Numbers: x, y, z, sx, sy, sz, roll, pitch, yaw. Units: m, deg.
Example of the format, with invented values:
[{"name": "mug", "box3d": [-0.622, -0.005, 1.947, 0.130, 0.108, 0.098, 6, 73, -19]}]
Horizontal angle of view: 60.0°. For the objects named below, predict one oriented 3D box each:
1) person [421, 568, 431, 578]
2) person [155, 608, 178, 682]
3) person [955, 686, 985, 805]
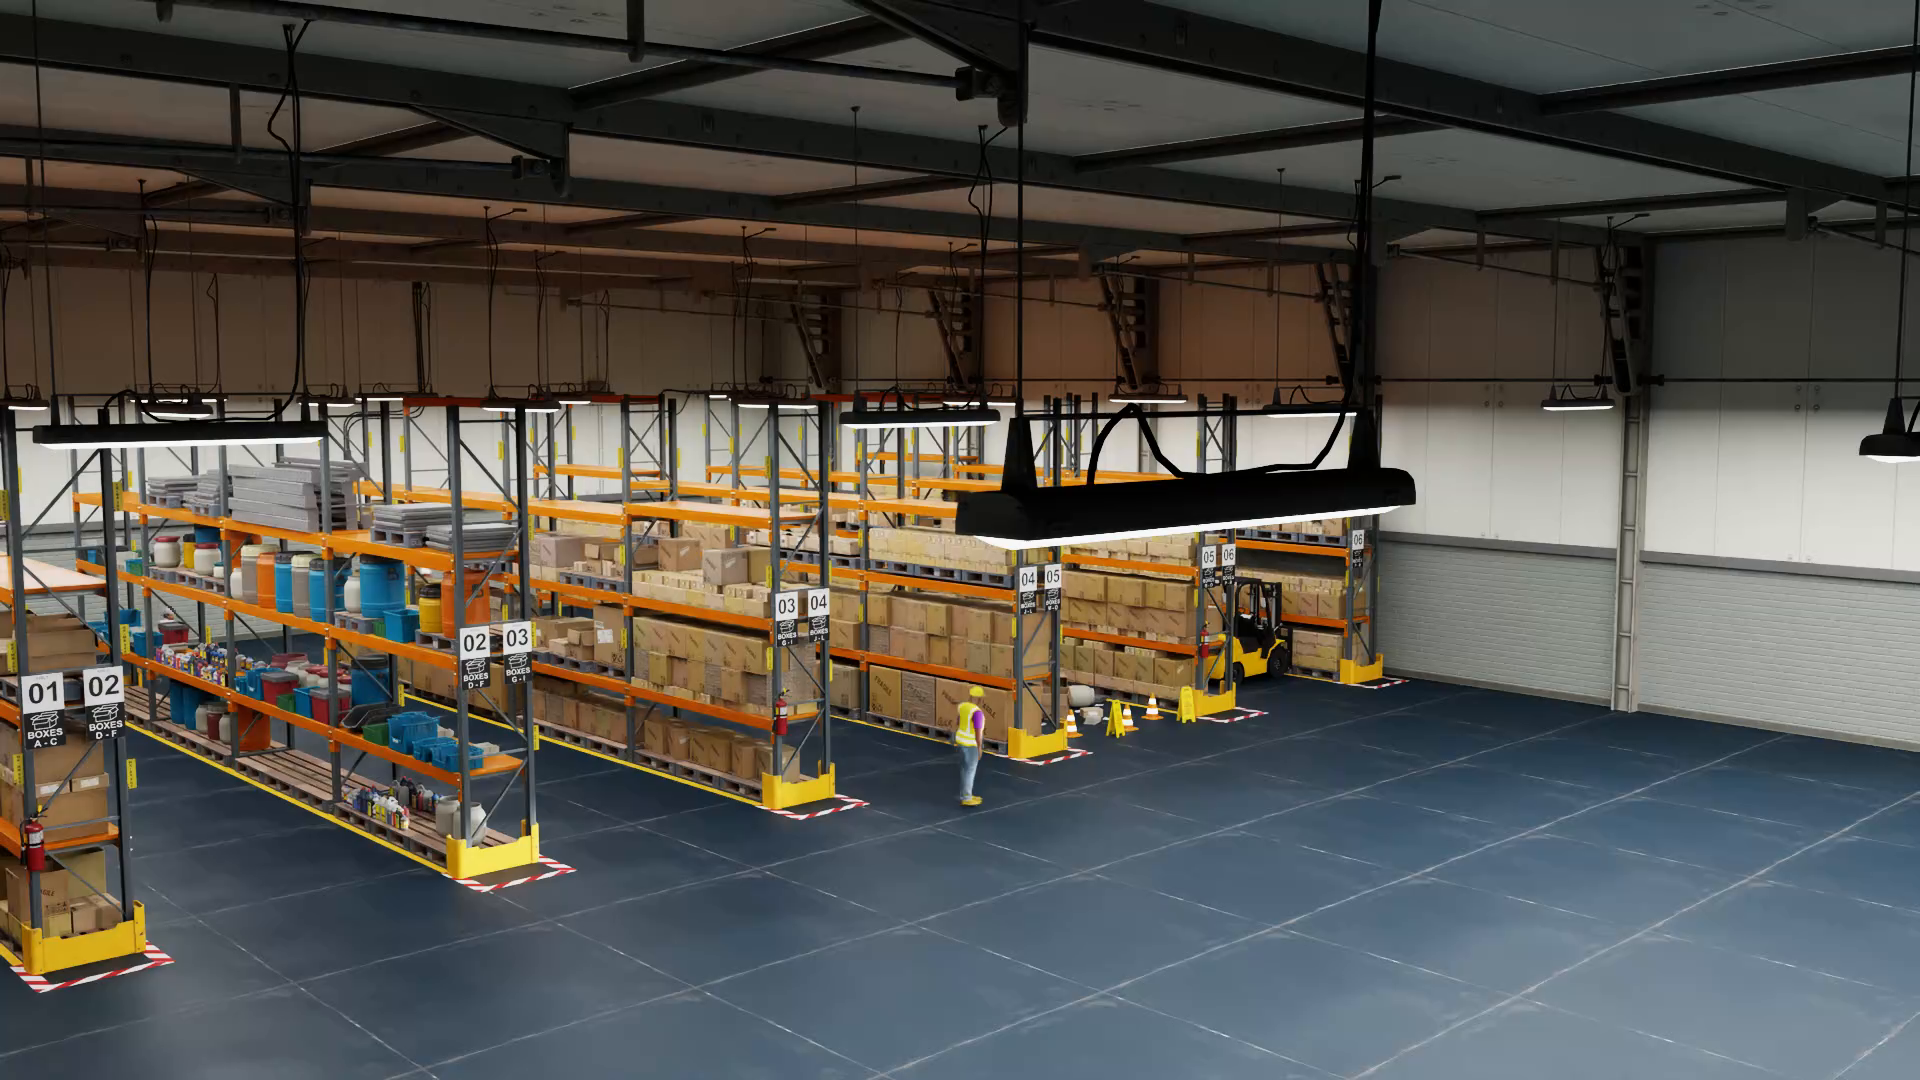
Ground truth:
[{"name": "person", "box3d": [-13.025, 1.540, 40.674, 0.994, 1.738, 0.571, -2, 6, -23]}, {"name": "person", "box3d": [-16.288, 2.198, 34.397, 0.846, 1.607, 0.504, 2, 6, 19]}, {"name": "person", "box3d": [0.179, 3.059, 24.820, 0.449, 1.772, 0.603, -3, 6, -29]}]
